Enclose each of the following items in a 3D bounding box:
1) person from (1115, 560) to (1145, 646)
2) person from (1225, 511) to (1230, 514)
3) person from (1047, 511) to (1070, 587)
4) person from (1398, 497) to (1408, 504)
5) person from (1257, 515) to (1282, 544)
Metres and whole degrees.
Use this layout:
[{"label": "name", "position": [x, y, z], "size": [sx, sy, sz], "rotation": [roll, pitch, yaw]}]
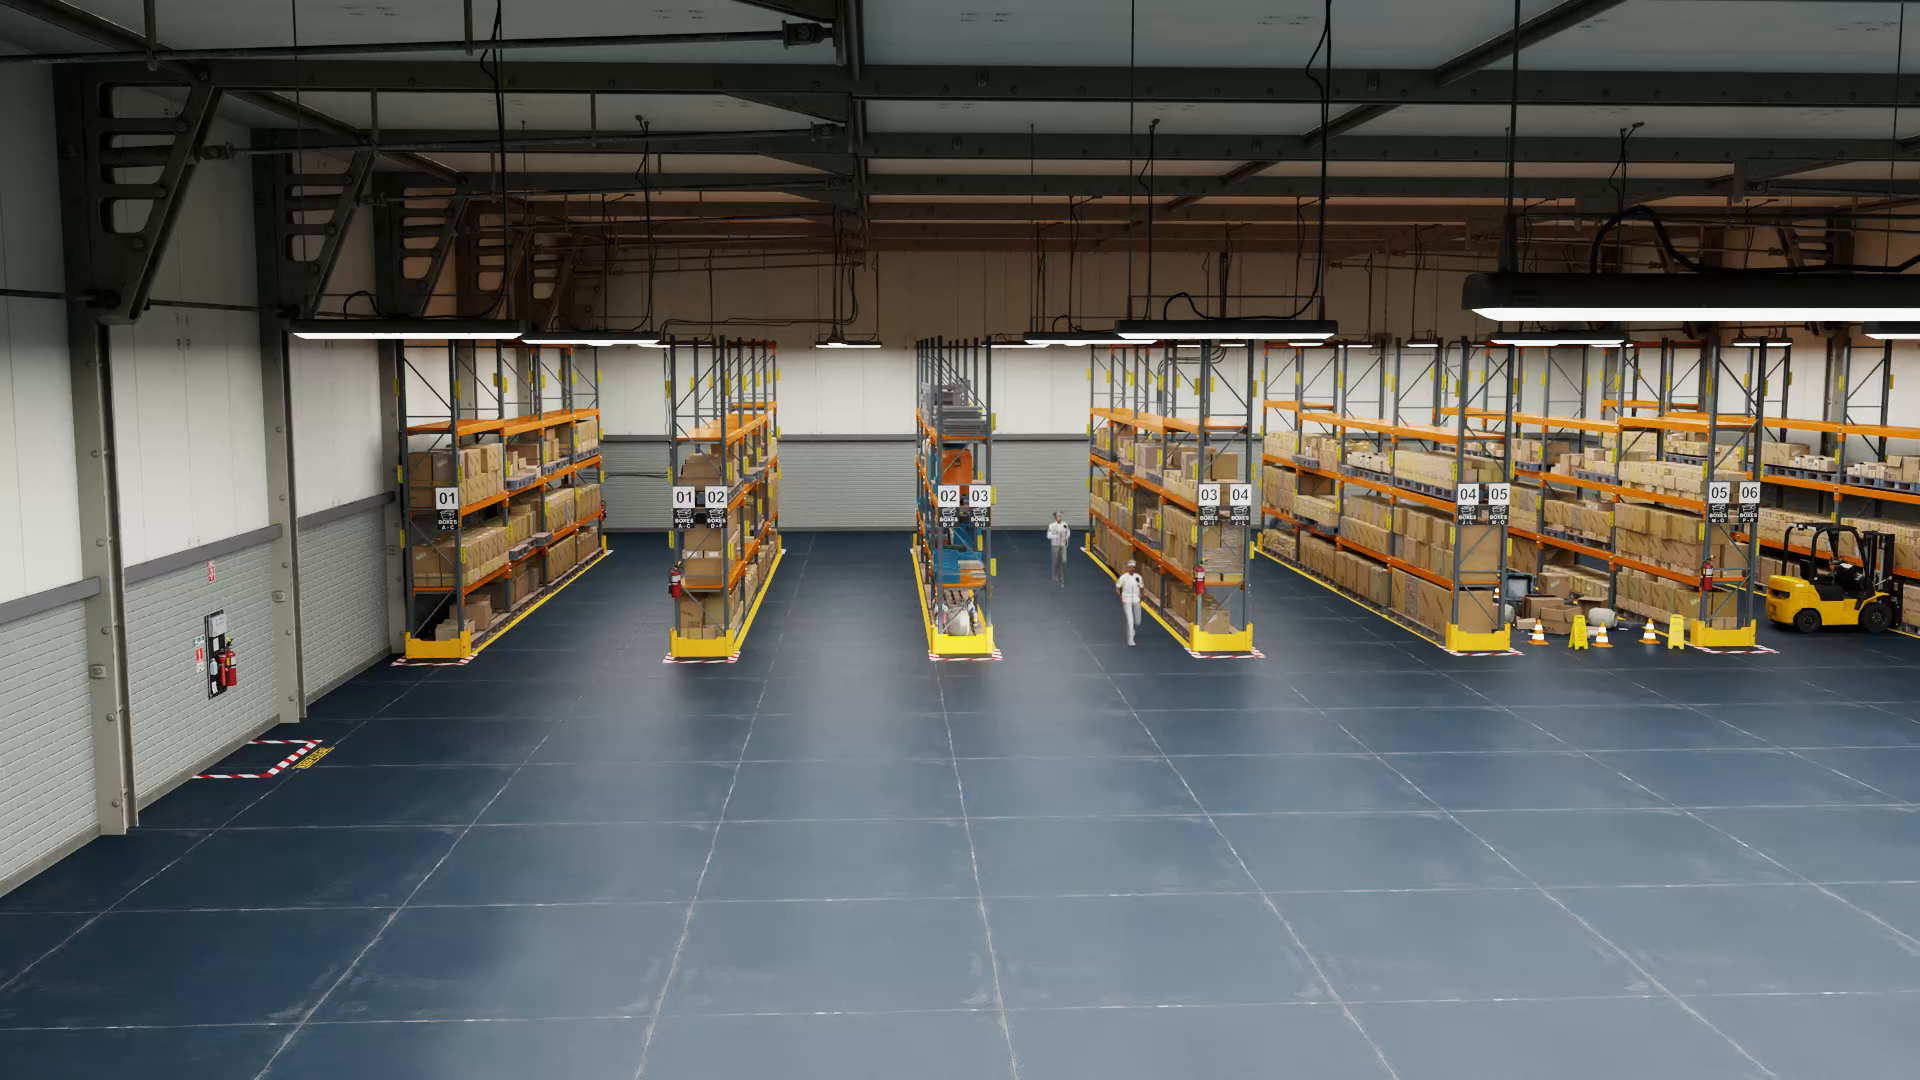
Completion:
[{"label": "person", "position": [3.331, 1.206, 32.573], "size": [0.581, 1.649, 0.701], "rotation": [-1, 7, -7]}, {"label": "person", "position": [7.398, -0.556, 47.945], "size": [0.774, 1.709, 0.558], "rotation": [3, 7, 23]}, {"label": "person", "position": [2.326, 0.198, 38.957], "size": [0.590, 1.794, 0.705], "rotation": [-1, 7, -9]}, {"label": "person", "position": [13.094, -0.674, 49.400], "size": [0.510, 1.604, 0.637], "rotation": [0, 6, -1]}, {"label": "person", "position": [9.285, -0.728, 49.200], "size": [0.992, 1.713, 0.715], "rotation": [0, 6, 1]}]
